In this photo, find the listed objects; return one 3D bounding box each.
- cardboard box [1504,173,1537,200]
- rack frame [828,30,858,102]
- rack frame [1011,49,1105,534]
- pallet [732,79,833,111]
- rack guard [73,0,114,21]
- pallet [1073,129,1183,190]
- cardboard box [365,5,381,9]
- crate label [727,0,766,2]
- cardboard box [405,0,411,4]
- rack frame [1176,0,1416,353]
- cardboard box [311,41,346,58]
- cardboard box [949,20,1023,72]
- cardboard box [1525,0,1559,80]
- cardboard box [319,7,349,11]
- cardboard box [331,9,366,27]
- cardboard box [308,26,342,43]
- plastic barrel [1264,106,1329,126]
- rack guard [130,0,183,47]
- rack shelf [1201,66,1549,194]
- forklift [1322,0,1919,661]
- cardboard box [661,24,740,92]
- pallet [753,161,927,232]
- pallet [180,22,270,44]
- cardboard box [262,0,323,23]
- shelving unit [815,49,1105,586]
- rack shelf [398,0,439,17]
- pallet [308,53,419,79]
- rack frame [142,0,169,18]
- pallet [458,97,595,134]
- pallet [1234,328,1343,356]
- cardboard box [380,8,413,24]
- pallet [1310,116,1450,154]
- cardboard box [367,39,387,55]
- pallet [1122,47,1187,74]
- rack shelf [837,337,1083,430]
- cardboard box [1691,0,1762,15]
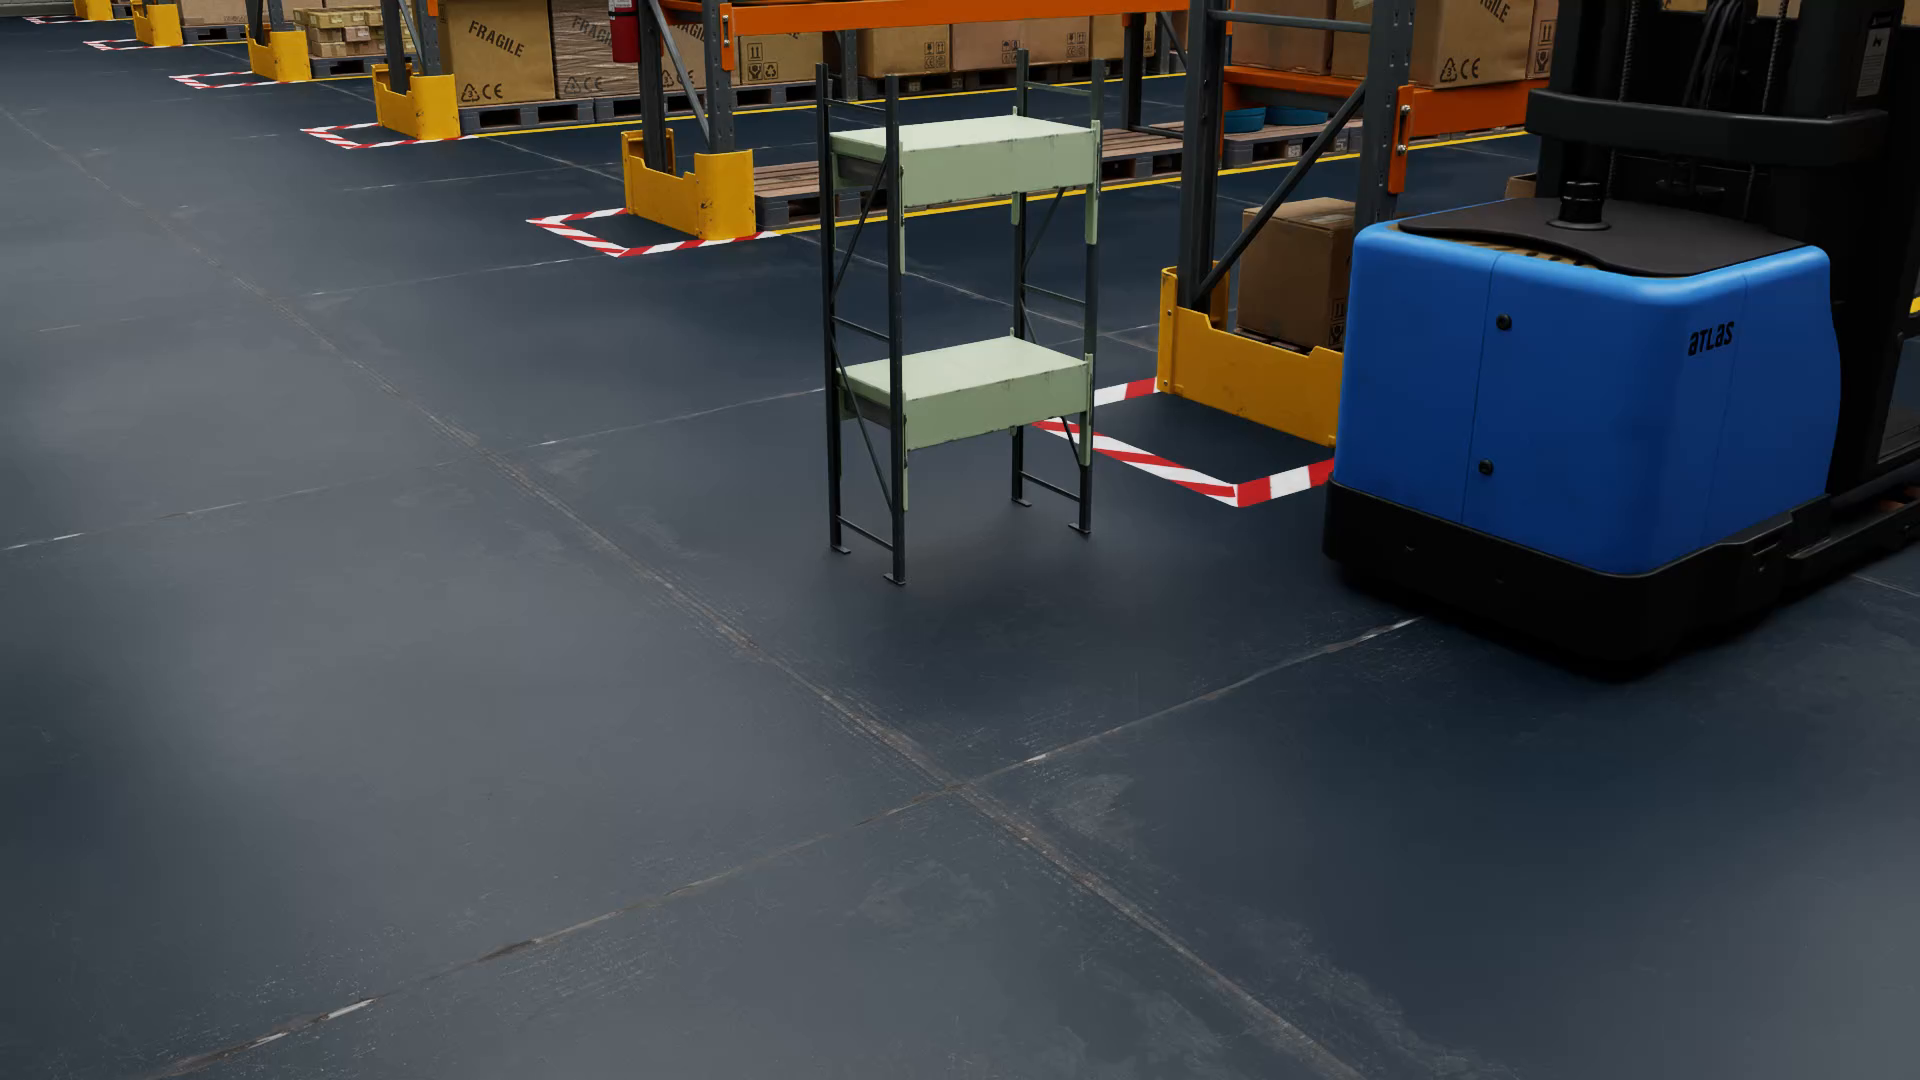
[{"bbox_3d":[2.945,-1.384,7.592,0.637,0.503,0.797,-15,26,-33],"label":"cardboard box"},{"bbox_3d":[-1.315,-5.728,15.705,0.127,3.000,1.000,-15,26,-33],"label":"rack frame"},{"bbox_3d":[0.303,-0.777,5.321,0.023,1.500,0.400,-15,26,-33],"label":"rack frame"},{"bbox_3d":[-1.978,-4.292,15.868,1.213,0.211,1.003,-15,26,-33],"label":"pallet"},{"bbox_3d":[-13.190,-8.192,25.251,0.348,0.500,1.175,-15,26,-33],"label":"rack guard"},{"bbox_3d":[1.003,-2.772,12.059,1.213,0.211,1.003,-15,26,-33],"label":"pallet"},{"bbox_3d":[-6.474,-5.883,18.570,0.250,0.149,0.380,-16,27,-35],"label":"cardboard box"},{"bbox_3d":[-1.277,-3.277,9.707,0.303,0.233,0.416,-15,26,-33],"label":"crate label"},{"bbox_3d":[-7.675,-7.611,23.314,0.875,0.438,0.875,-15,26,-34],"label":"cardboard box"},{"bbox_3d":[1.220,-1.882,6.064,0.127,3.000,1.000,-15,26,-33],"label":"rack frame"},{"bbox_3d":[-6.765,-5.265,17.823,0.250,0.149,0.380,-14,26,-32],"label":"cardboard box"},{"bbox_3d":[-0.083,-5.275,16.868,0.875,0.875,1.225,-16,27,-35],"label":"cardboard box"},{"bbox_3d":[2.150,-2.058,6.372,0.500,0.500,0.500,-15,26,-33],"label":"cardboard box"},{"bbox_3d":[-6.858,-5.752,18.241,0.250,0.149,0.380,-14,26,-32],"label":"cardboard box"},{"bbox_3d":[-6.600,-5.631,17.938,0.250,0.149,0.380,-14,26,-32],"label":"cardboard box"},{"bbox_3d":[-6.802,-5.422,17.815,0.250,0.149,0.380,-14,26,-31],"label":"cardboard box"},{"bbox_3d":[2.604,-3.725,12.948,0.708,0.901,0.600,-15,26,-33],"label":"plastic barrel"},{"bbox_3d":[-10.369,-6.678,21.457,0.348,0.500,1.175,-15,26,-33],"label":"rack guard"},{"bbox_3d":[2.844,-1.980,7.283,4.000,0.370,1.077,-15,26,-33],"label":"rack shelf"},{"bbox_3d":[2.581,-1.460,5.102,3.031,2.935,1.130,-16,27,-35],"label":"forklift"},{"bbox_3d":[-2.628,-4.623,15.235,0.875,0.875,0.875,-15,26,-33],"label":"cardboard box"},{"bbox_3d":[-0.977,-2.244,10.736,1.213,0.211,1.003,-15,26,-33],"label":"pallet"},{"bbox_3d":[-9.746,-6.746,22.016,1.213,0.211,1.003,-15,26,-33],"label":"pallet"},{"bbox_3d":[-9.134,-7.223,22.340,0.875,0.438,0.875,-14,26,-31],"label":"cardboard box"},{"bbox_3d":[0.005,-0.698,5.122,0.755,1.500,0.431,-15,26,-33],"label":"shelving unit"},{"bbox_3d":[-2.939,-4.961,14.753,4.000,0.370,1.077,-15,26,-33],"label":"rack shelf"},{"bbox_3d":[-6.635,-5.263,18.301,1.213,0.211,1.003,-15,26,-33],"label":"pallet"},{"bbox_3d":[-10.350,-7.844,21.007,0.127,3.000,1.000,-15,26,-33],"label":"rack frame"},{"bbox_3d":[-3.959,-3.764,14.545,1.213,0.211,1.003,-15,26,-33],"label":"pallet"},{"bbox_3d":[1.929,-0.776,7.056,1.213,0.211,1.003,-15,26,-33],"label":"pallet"},{"bbox_3d":[-6.167,-5.726,18.175,0.250,0.149,0.380,-16,27,-35],"label":"cardboard box"},{"bbox_3d":[3.219,-3.363,13.540,1.213,0.211,1.003,-15,26,-33],"label":"pallet"},{"bbox_3d":[-6.402,-5.402,18.166,0.250,0.149,0.380,-15,26,-32],"label":"cardboard box"},{"bbox_3d":[2.567,-5.468,18.814,1.213,0.211,1.003,-15,26,-33],"label":"pallet"},{"bbox_3d":[0.005,-0.486,5.207,0.686,0.124,0.368,-15,26,-33],"label":"rack shelf"},{"bbox_3d":[2.966,-2.273,6.912,0.500,0.500,0.500,-15,26,-32],"label":"cardboard box"}]
